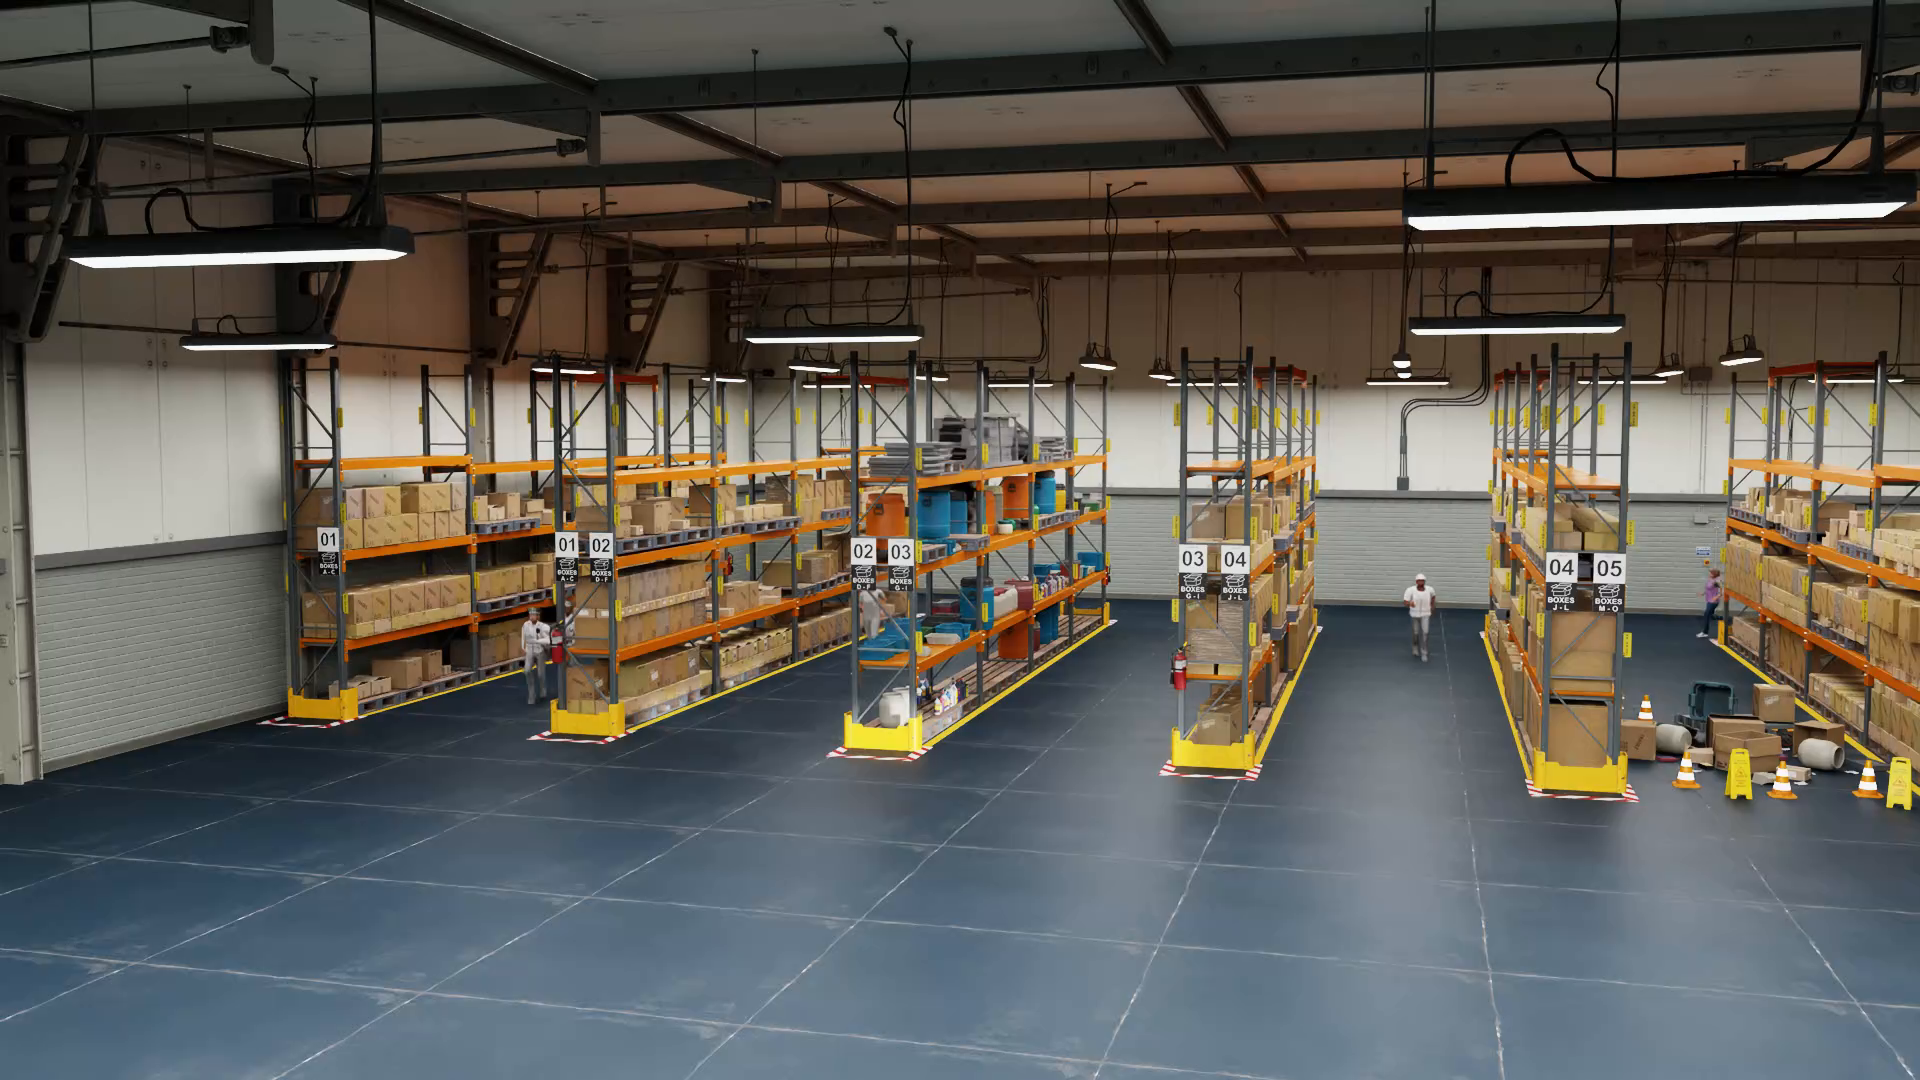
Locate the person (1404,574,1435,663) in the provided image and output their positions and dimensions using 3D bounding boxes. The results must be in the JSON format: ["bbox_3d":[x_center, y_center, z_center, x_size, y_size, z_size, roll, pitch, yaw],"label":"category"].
[{"bbox_3d":[9.517,1.582,34.464,0.640,1.796,0.890,1,4,14],"label":"person"}]

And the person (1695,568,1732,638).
[{"bbox_3d":[17.200,1.434,37.887,0.813,1.587,0.516,0,4,6],"label":"person"}]

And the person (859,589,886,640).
[{"bbox_3d":[-1.701,1.538,31.769,0.518,1.711,0.822,1,4,12],"label":"person"}]

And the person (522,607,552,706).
[{"bbox_3d":[-7.451,2.022,29.277,0.636,1.724,0.816,0,4,7],"label":"person"}]

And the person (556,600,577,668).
[{"bbox_3d":[-7.149,1.888,30.416,0.548,1.602,0.589,1,4,9],"label":"person"}]
